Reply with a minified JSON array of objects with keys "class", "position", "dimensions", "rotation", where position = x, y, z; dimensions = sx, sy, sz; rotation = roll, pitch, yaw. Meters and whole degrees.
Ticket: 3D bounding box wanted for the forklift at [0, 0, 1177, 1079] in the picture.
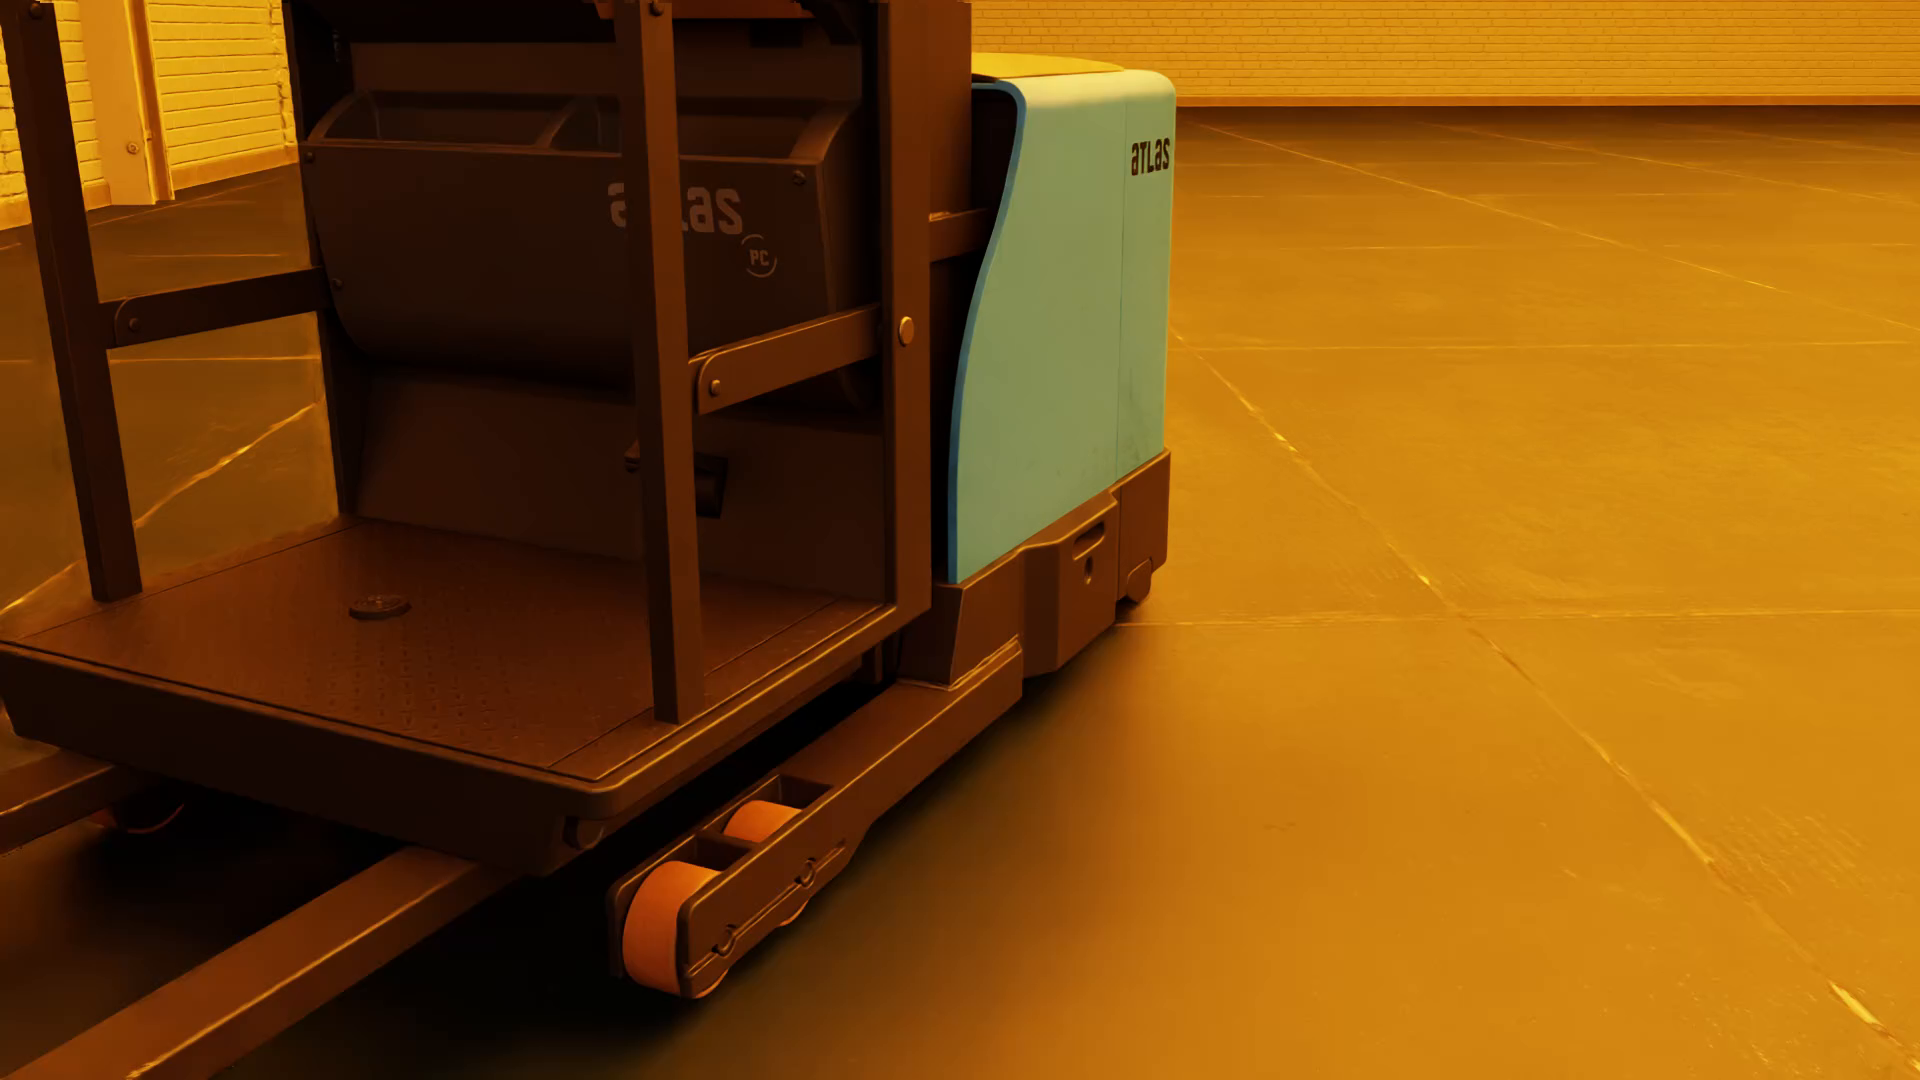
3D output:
[{"class":"forklift","position":[-0.664,-0.980,2.111],"dimensions":[1.130,2.935,3.031],"rotation":[8,19,25]}]
